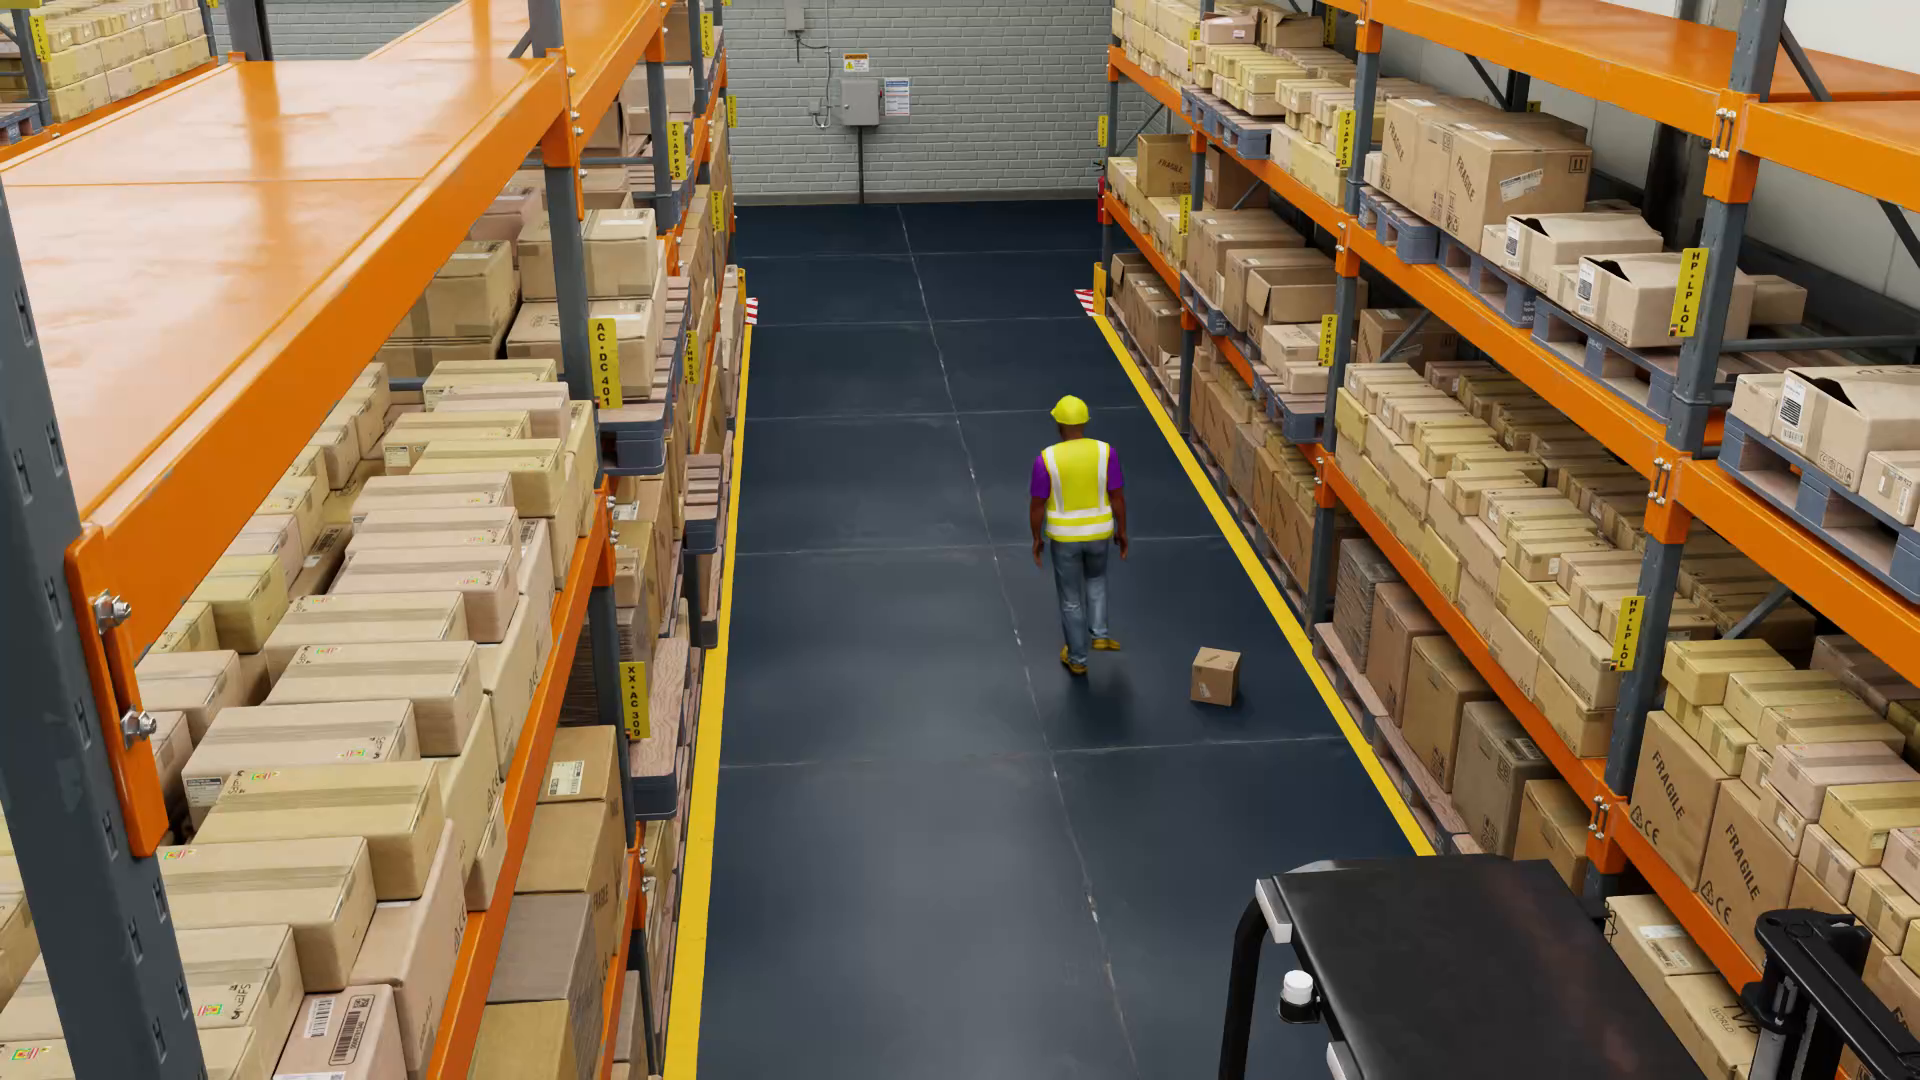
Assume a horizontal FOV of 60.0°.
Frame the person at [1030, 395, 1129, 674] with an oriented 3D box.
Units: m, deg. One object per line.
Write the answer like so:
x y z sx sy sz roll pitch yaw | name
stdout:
0.729 -0.034 10.340 0.612 1.752 0.496 -4 24 -10 | person
